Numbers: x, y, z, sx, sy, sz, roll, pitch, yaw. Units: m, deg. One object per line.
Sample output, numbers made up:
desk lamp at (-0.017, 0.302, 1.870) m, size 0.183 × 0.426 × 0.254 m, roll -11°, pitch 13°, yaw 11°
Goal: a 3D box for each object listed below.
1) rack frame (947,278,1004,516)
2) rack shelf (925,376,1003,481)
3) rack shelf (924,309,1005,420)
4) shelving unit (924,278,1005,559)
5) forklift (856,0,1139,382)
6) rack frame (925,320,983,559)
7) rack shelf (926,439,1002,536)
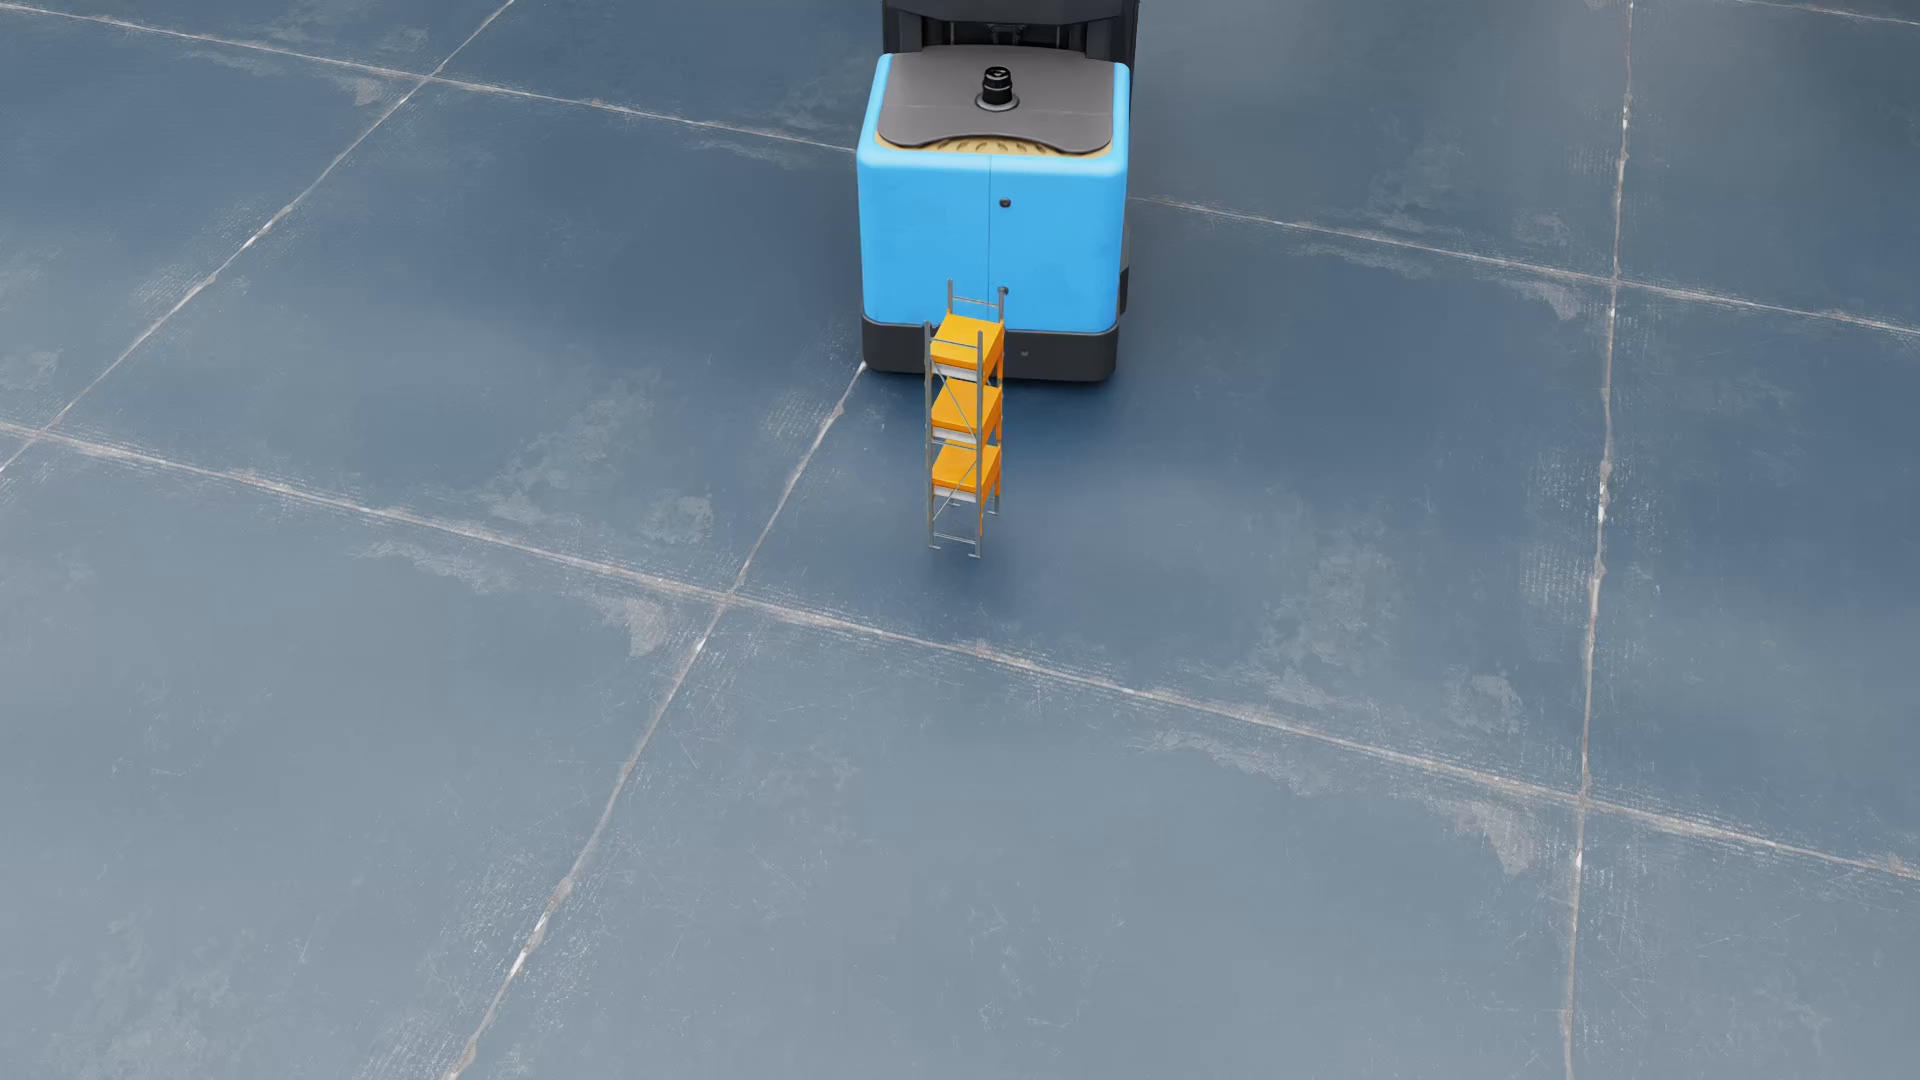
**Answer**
rack frame at (0.053, -0.492, 6.002) m, size 0.200 × 1.050 × 0.008 m, roll 13°, pitch 46°, yaw 12°
rack shelf at (0.016, -0.403, 5.927) m, size 0.215 × 0.259 × 0.240 m, roll 13°, pitch 46°, yaw 12°
rack shelf at (0.016, -0.606, 5.728) m, size 0.215 × 0.259 × 0.240 m, roll 13°, pitch 46°, yaw 12°
shelving unit at (0.016, -0.411, 5.919) m, size 0.215 × 1.050 × 0.252 m, roll 13°, pitch 46°, yaw 12°
forklift at (0.232, -2.722, 6.936) m, size 1.130 × 2.935 × 3.031 m, roll 3°, pitch 44°, yaw 3°
rack frame at (-0.021, -0.330, 5.836) m, size 0.200 × 1.050 × 0.008 m, roll 13°, pitch 46°, yaw 12°
rack shelf at (0.016, -0.205, 6.121) m, size 0.215 × 0.259 × 0.240 m, roll 13°, pitch 46°, yaw 12°
